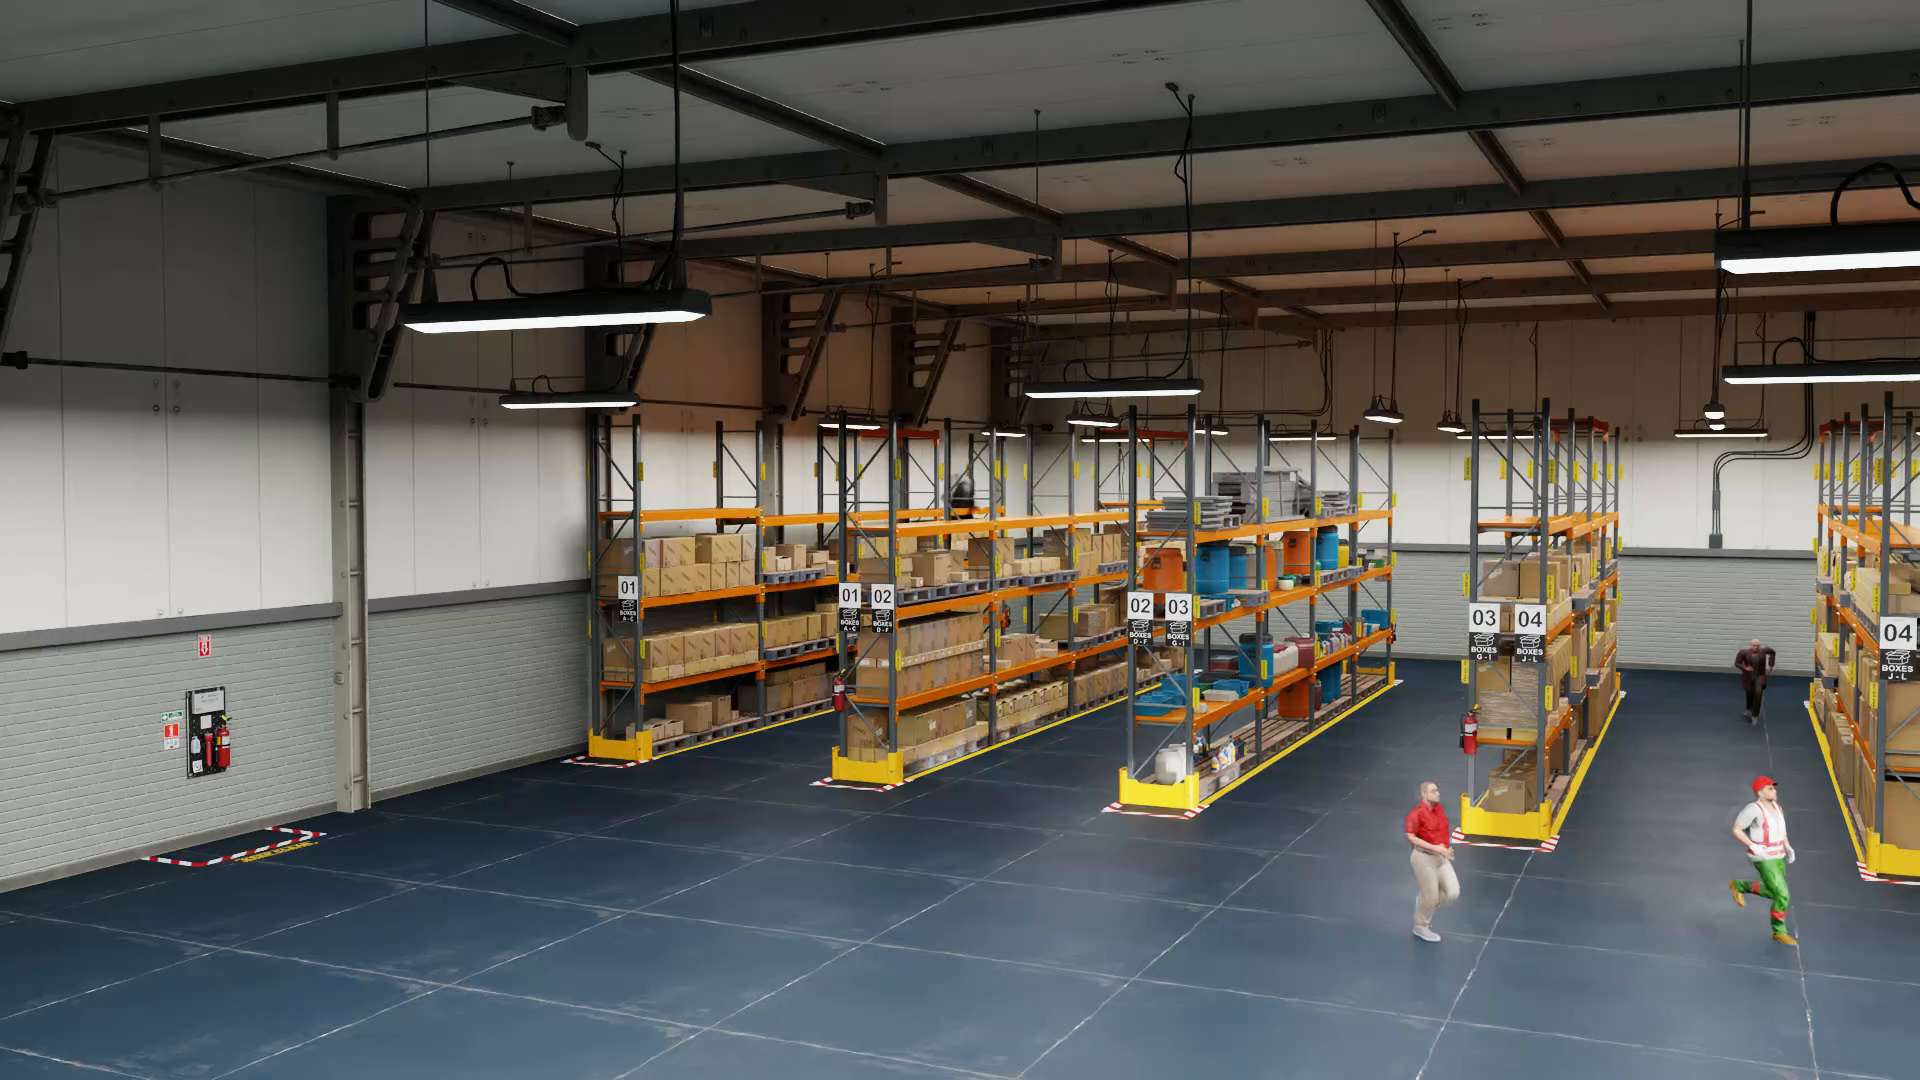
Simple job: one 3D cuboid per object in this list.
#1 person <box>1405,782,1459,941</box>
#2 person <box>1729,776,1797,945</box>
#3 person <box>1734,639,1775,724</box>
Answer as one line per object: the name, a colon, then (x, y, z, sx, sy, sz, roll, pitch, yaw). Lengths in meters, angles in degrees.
person: (5.061, 3.430, 17.788, 0.660, 1.686, 0.594, -2, 3, -36)
person: (8.657, 3.412, 17.941, 0.652, 1.738, 0.870, -1, 3, -31)
person: (15.913, 2.871, 33.338, 0.752, 1.629, 1.073, 1, 2, 20)
